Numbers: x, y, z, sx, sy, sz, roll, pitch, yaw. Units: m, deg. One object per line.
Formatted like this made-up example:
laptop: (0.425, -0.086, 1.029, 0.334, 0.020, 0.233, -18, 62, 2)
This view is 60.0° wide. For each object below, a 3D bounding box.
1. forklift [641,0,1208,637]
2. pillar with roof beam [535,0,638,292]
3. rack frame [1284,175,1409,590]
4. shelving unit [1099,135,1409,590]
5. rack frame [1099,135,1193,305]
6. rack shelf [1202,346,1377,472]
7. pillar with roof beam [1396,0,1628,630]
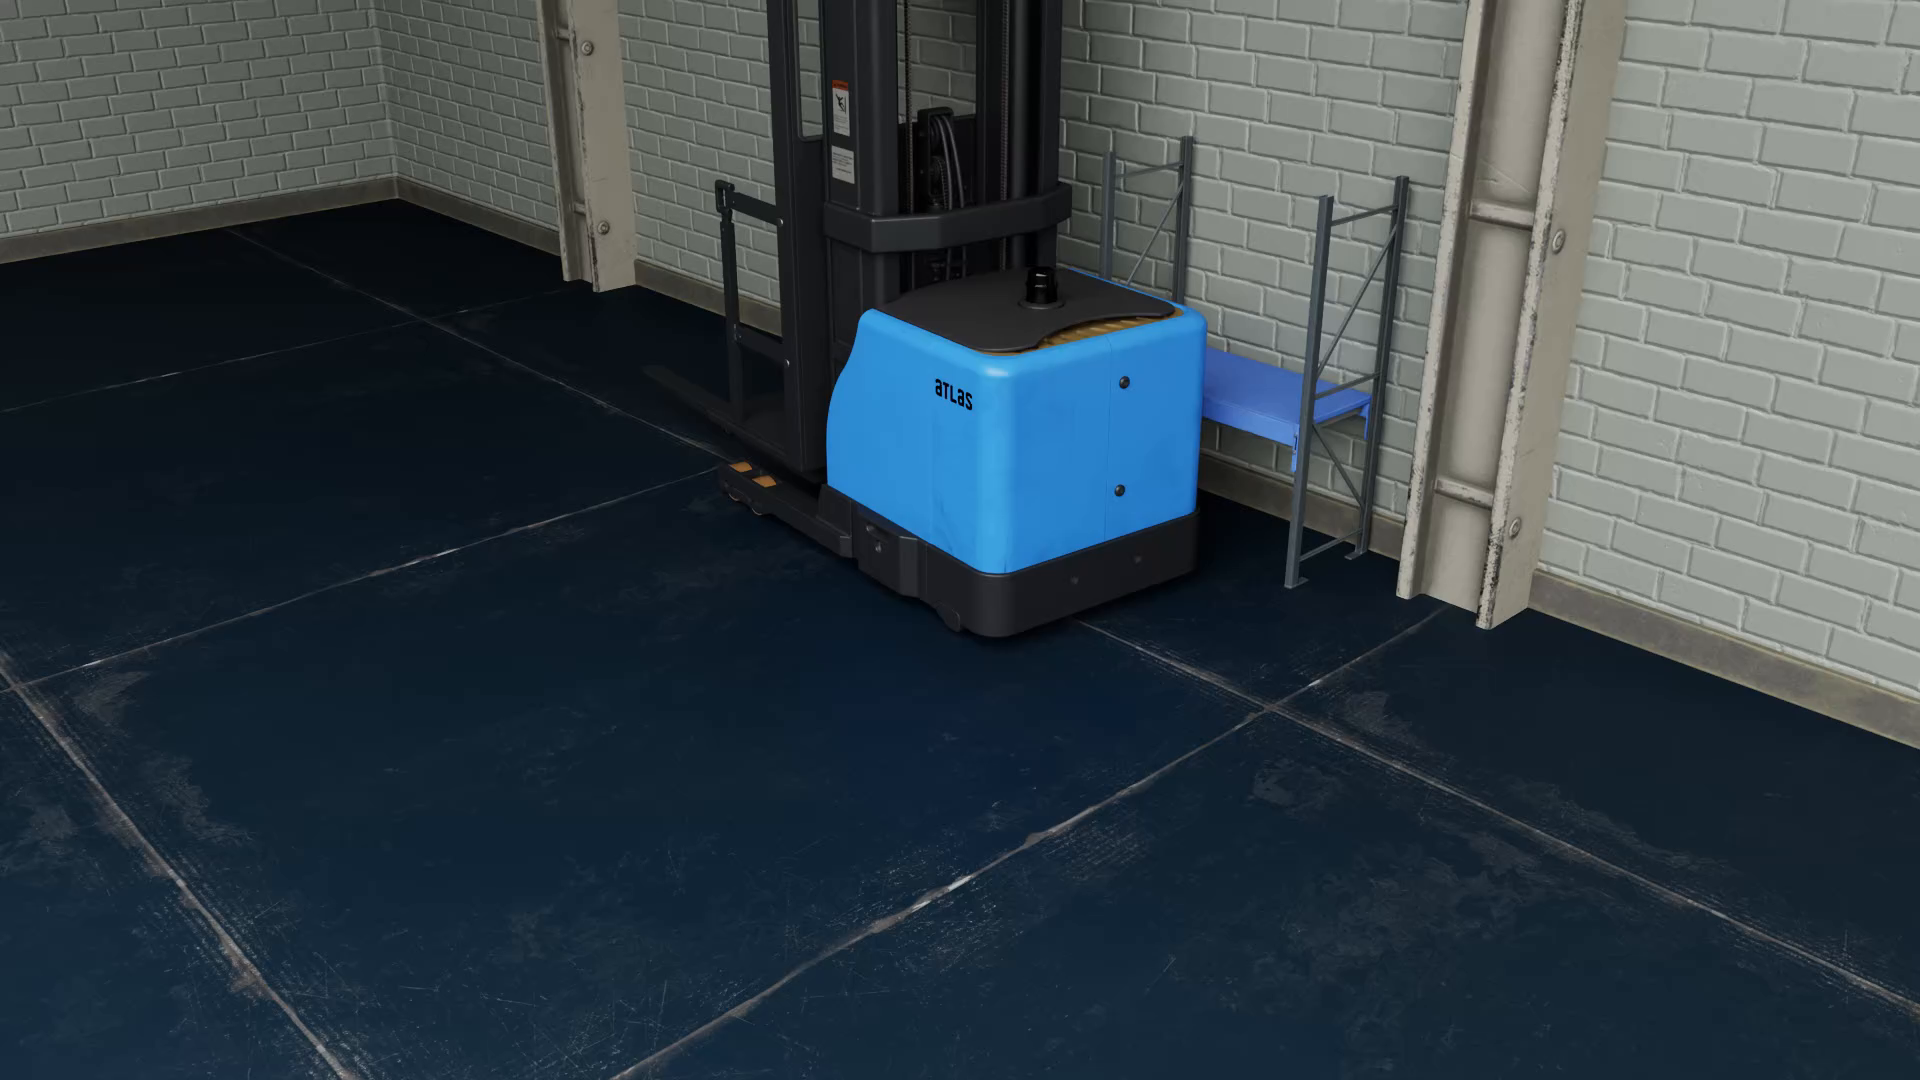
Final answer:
forklift: (-0.375, -1.543, 6.601, 1.130, 2.935, 3.031, -17, 30, -33)
pillar with roof beam: (-5.350, -4.467, 5.700, 9.100, 9.000, 0.400, -21, 32, -38)
rack frame: (1.433, -0.568, 6.188, 0.500, 1.500, 0.032, -21, 32, -38)
shelving unit: (1.090, -0.724, 6.529, 0.538, 1.500, 1.048, -21, 32, -38)
rack frame: (0.746, -0.879, 6.870, 0.500, 1.500, 0.032, -21, 32, -38)
rack shelf: (1.090, -0.560, 6.604, 0.538, 0.185, 1.000, -21, 32, -38)
pillar with roof beam: (-1.249, -2.649, 1.715, 9.100, 9.000, 0.400, -21, 32, -38)
